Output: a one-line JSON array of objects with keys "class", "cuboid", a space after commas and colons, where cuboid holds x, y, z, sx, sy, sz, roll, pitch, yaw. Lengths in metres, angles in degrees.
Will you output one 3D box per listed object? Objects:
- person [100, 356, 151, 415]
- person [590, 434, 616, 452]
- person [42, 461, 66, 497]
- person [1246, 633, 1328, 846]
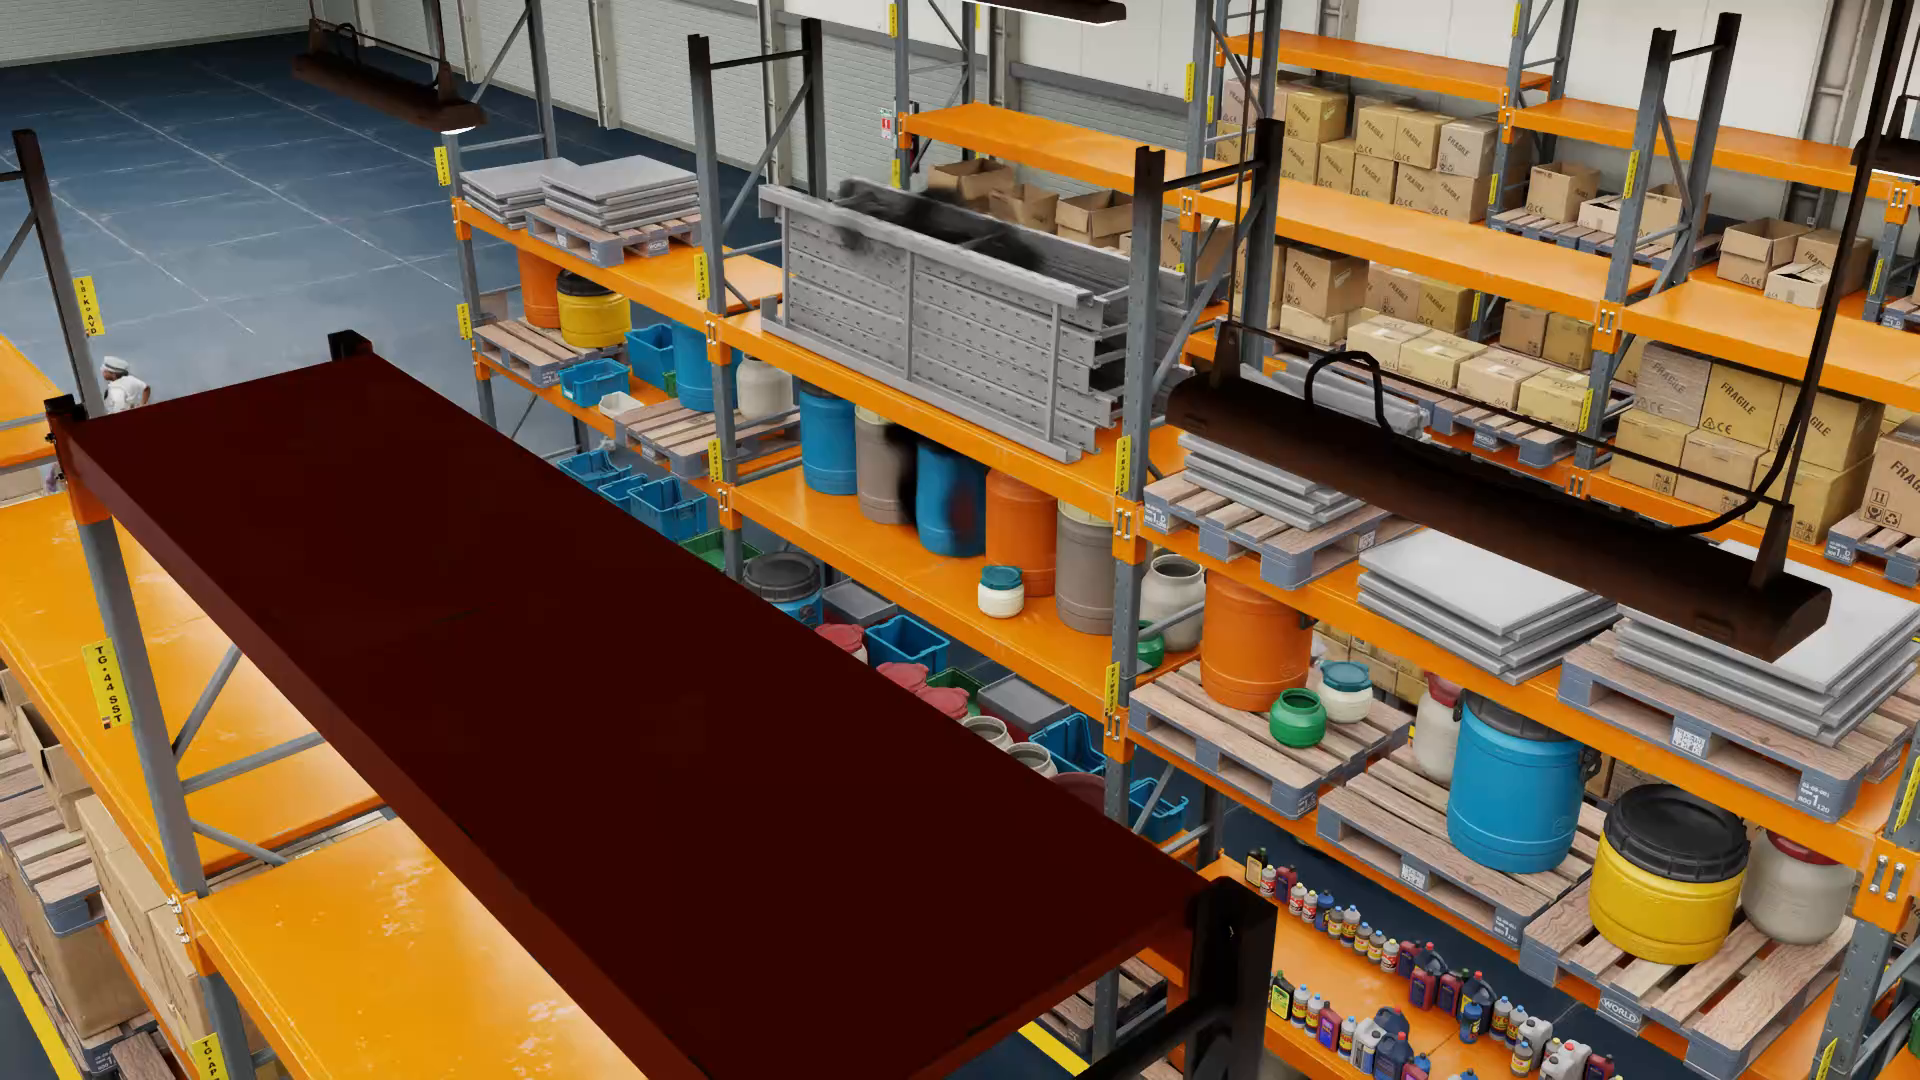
[{"class": "person", "cuboid": [-9.018, -1.181, 18.047, 0.679, 1.734, 0.555, -10, 29, -18]}, {"class": "person", "cuboid": [-3.964, -1.867, 19.308, 0.841, 1.776, 0.725, -8, 28, -15]}, {"class": "person", "cuboid": [-8.735, -0.304, 16.431, 0.805, 1.568, 0.548, -4, 27, -9]}, {"class": "person", "cuboid": [2.568, 1.510, 12.646, 0.837, 1.834, 0.640, 20, 33, 34]}]
